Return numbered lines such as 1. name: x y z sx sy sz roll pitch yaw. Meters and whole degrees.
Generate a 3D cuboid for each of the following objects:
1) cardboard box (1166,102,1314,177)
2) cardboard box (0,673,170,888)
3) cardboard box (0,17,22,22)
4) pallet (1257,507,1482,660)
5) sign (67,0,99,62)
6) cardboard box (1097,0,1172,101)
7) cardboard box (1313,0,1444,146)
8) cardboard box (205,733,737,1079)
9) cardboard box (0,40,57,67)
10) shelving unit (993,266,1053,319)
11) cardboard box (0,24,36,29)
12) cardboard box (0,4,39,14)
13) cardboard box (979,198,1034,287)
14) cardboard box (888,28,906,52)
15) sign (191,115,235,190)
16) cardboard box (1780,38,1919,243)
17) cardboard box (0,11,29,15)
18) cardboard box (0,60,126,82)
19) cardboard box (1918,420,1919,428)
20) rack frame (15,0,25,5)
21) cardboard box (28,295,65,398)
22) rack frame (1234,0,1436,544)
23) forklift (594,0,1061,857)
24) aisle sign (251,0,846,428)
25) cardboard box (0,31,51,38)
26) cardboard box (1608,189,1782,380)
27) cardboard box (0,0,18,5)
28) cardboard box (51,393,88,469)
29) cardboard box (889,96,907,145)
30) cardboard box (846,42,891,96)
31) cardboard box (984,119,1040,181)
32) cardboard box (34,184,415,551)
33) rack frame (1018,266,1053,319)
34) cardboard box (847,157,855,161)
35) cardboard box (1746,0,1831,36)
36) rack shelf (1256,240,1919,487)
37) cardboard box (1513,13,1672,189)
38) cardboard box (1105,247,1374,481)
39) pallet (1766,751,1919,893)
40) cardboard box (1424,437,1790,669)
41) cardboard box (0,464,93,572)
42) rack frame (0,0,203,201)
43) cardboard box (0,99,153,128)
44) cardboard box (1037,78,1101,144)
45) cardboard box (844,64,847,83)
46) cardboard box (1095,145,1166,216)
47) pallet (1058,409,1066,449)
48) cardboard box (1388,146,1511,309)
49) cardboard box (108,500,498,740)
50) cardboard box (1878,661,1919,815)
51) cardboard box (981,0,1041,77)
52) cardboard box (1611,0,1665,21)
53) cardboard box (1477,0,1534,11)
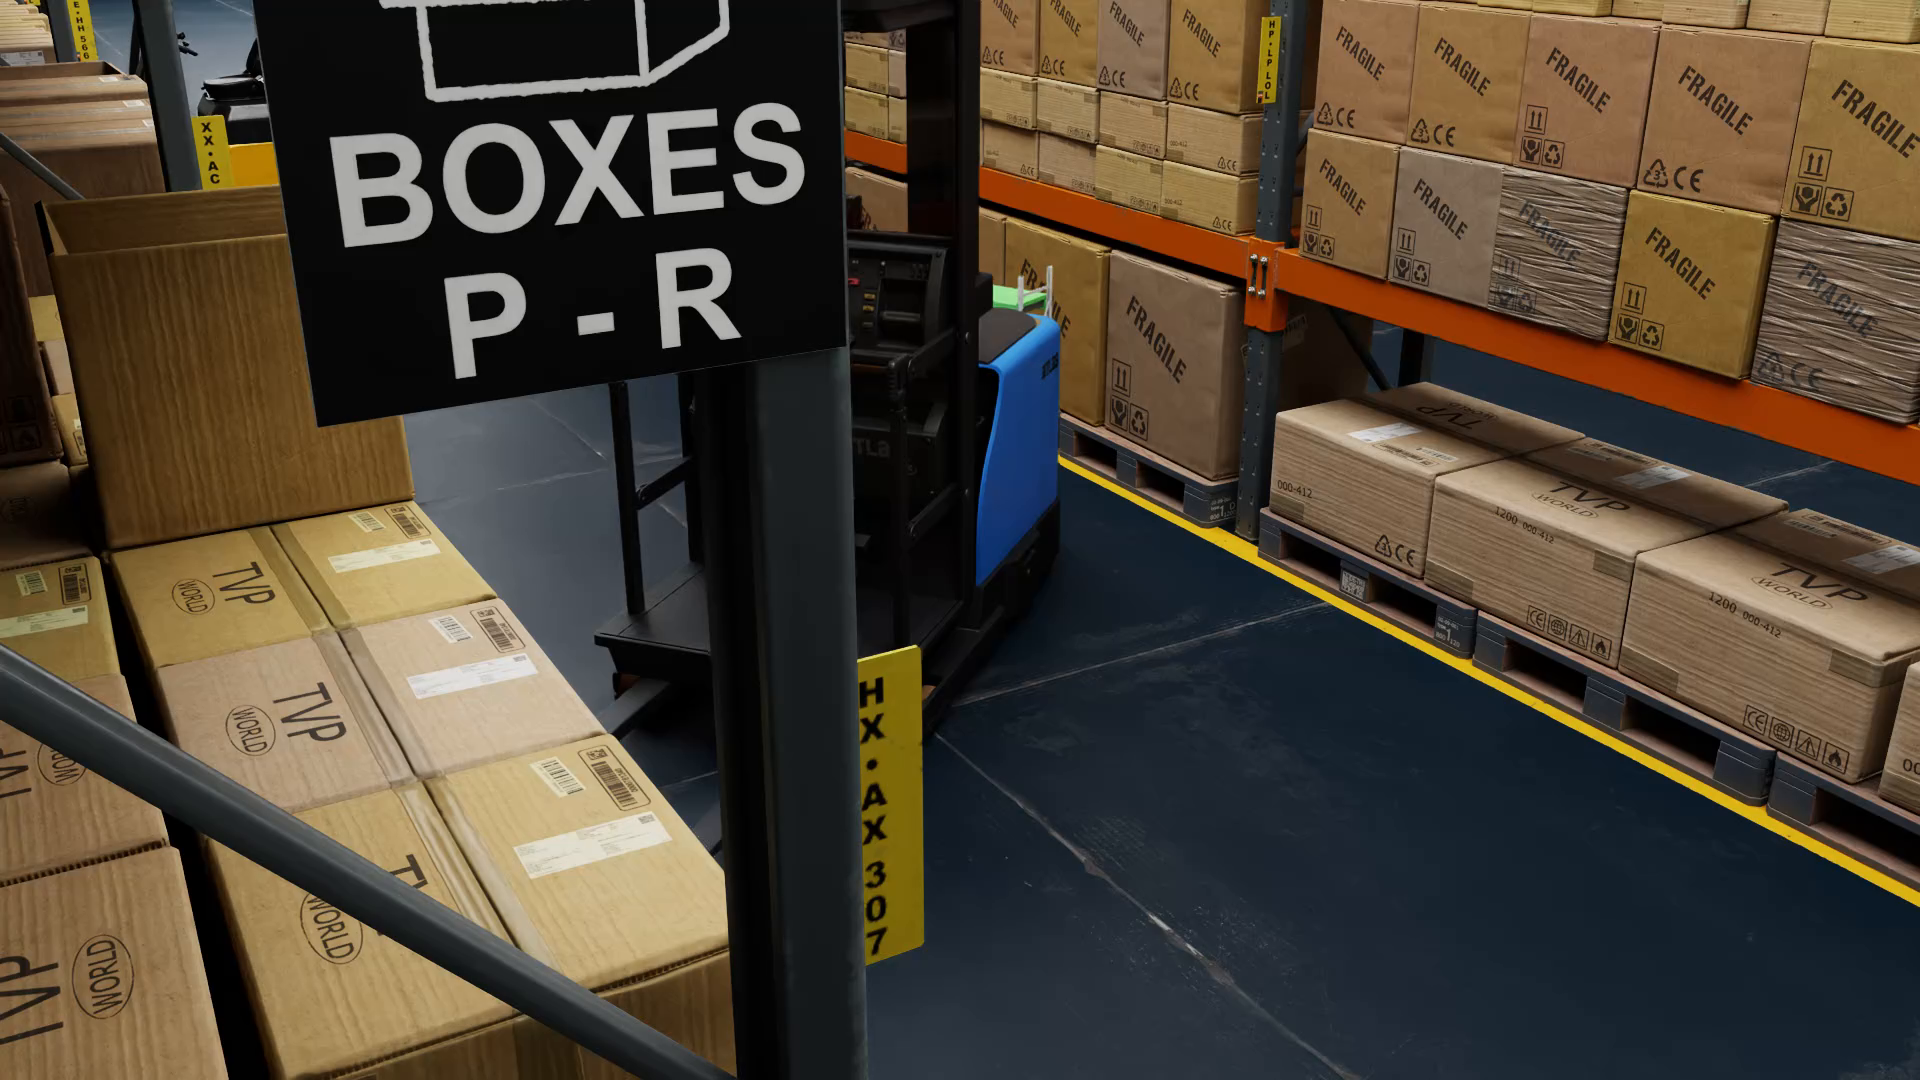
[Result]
1. cardboard box: 1.242 -1.748 7.163 0.500 0.250 0.500 -13 25 -28
2. cardboard box: -1.271 0.428 2.079 0.500 0.250 0.500 -13 25 -28
3. cardboard box: -5.426 -2.817 9.263 0.380 0.149 0.250 -13 25 -28
4. pallet: 1.998 0.063 6.875 1.003 0.211 1.213 -13 25 -28
5. sign: -4.171 -2.436 7.888 0.100 0.325 0.005 -13 25 -28
6. cardboard box: 0.962 -2.262 7.431 0.500 0.500 0.500 -12 25 -27
7. cardboard box: 1.711 -1.798 6.292 0.500 0.500 0.500 -12 25 -28
8. cardboard box: -0.546 0.494 1.916 0.500 0.250 0.500 -12 25 -28
9. cardboard box: -4.542 -2.335 8.079 0.380 0.149 0.250 -12 25 -27
10. shelving unit: 0.112 -0.603 7.201 0.503 1.200 0.258 15 27 32
11. cardboard box: -5.131 -2.657 8.871 0.380 0.149 0.250 -12 25 -28
12. cardboard box: -5.835 -3.173 10.141 0.380 0.149 0.250 -13 26 -30
13. cardboard box: 0.367 -1.466 9.198 0.875 0.875 0.875 -12 25 -28
14. cardboard box: -0.064 -2.929 9.072 0.500 0.500 0.500 -12 25 -28
15. sign: -2.126 -1.042 4.741 0.100 0.325 0.005 -13 25 -28
16. cardboard box: 2.727 -1.139 4.669 0.500 0.500 0.500 -13 25 -29
17. cardboard box: -5.632 -2.994 9.700 0.380 0.149 0.250 -12 25 -28
18. cardboard box: -3.639 -1.578 6.515 0.797 0.503 0.637 -13 26 -29
19. cardboard box: 3.002 -0.512 4.454 0.500 0.500 0.500 -13 26 -29
20. rack frame: -6.676 -3.123 11.012 1.000 3.000 0.127 -13 25 -28
21. cardboard box: -2.119 -0.484 4.323 0.500 0.250 0.500 -12 25 -27
22. rack frame: 1.676 -1.490 6.993 1.000 3.000 0.127 -13 25 -28
23. forklift: -0.564 -0.807 5.403 1.130 2.935 3.031 8 23 18
24. aisle sign: -0.258 -0.478 1.050 0.394 0.787 0.004 -13 25 -28
25. cardboard box: -4.833 -2.500 8.483 0.380 0.149 0.250 -12 25 -27
26. cardboard box: 2.456 -0.841 5.264 0.500 0.500 0.500 -12 25 -27
27. cardboard box: -6.163 -3.322 10.507 0.380 0.149 0.250 -13 26 -29
28. cardboard box: -1.607 -0.161 3.527 0.500 0.250 0.500 -13 25 -29
29. cardboard box: -0.056 -2.345 9.297 0.500 0.250 0.500 -13 26 -30
30. cardboard box: -0.320 -2.735 9.592 0.500 0.250 0.500 -13 25 -29
31. cardboard box: 0.462 -2.015 8.485 0.500 0.250 0.500 -13 25 -28
32. cardboard box: -1.312 -0.339 2.969 0.500 0.500 0.500 -12 25 -27
33. rack frame: 0.311 -0.550 7.070 0.015 1.200 0.240 15 27 32
34. cardboard box: -0.895 -3.624 14.558 0.500 0.500 0.500 -13 25 -28
35. cardboard box: 2.547 -1.574 4.877 0.380 0.149 0.250 -12 25 -27
36. rack shelf: 2.698 -0.509 5.535 1.077 0.370 4.000 -13 25 -28
37. cardboard box: 2.216 -1.466 5.473 0.500 0.500 0.500 -12 25 -27
38. cardboard box: 1.291 -0.885 7.770 0.875 0.875 0.875 -12 25 -27
39. pallet: 3.244 0.853 4.932 1.003 0.211 1.213 -13 25 -28
40. cardboard box: 2.363 0.016 6.133 0.875 0.438 0.875 -13 26 -30
41. cardboard box: -1.787 0.097 2.892 0.500 0.250 0.500 -13 25 -28
42. rack frame: -2.589 -0.534 4.641 1.000 3.000 0.127 -13 25 -28
43. cardboard box: -2.908 -1.142 5.446 0.700 0.500 0.500 -12 25 -28
44. cardboard box: 0.711 -2.075 7.967 0.500 0.250 0.500 -12 25 -27
45. cardboard box: -0.737 -2.923 10.296 0.380 0.149 0.250 -12 25 -26
46. cardboard box: 0.971 -1.682 7.665 0.500 0.250 0.500 -13 25 -29
47. pallet: 0.590 -0.828 9.069 1.003 0.211 1.213 -13 25 -28
48. cardboard box: 1.945 -1.170 6.074 0.500 0.500 0.500 -12 25 -28
49. cardboard box: -1.065 0.168 2.720 0.500 0.250 0.500 -13 26 -29
50. cardboard box: 3.297 0.603 4.689 0.875 0.438 0.875 -14 26 -30
51. cardboard box: 0.442 -2.594 8.249 0.500 0.500 0.500 -12 25 -27
52. cardboard box: 2.310 -1.744 5.296 0.380 0.149 0.250 -13 25 -28
53. cardboard box: 2.000 -1.901 5.682 0.380 0.149 0.250 -13 25 -29
